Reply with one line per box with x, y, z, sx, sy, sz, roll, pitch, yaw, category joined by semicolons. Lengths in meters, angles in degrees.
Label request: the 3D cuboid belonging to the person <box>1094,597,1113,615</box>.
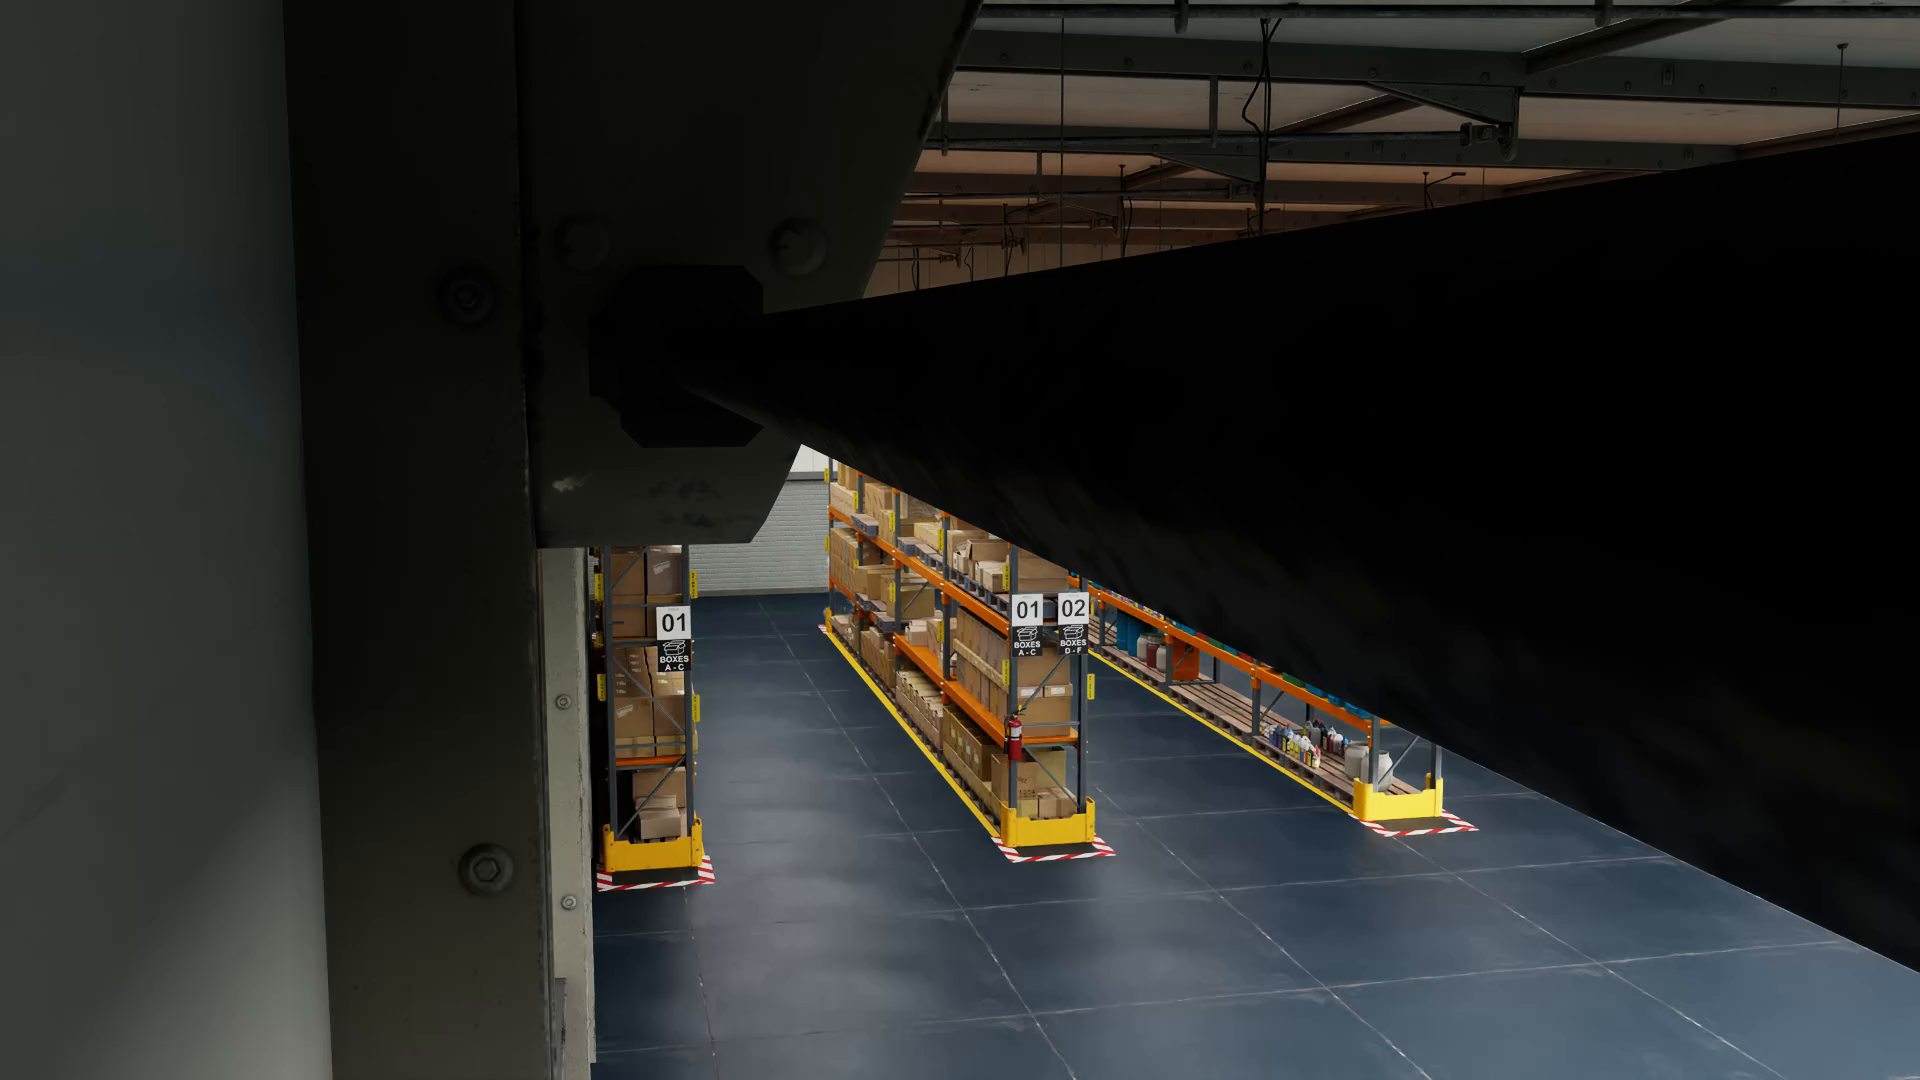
3.345;0.901;38.615;0.655;1.810;0.733;1;7;9;person
